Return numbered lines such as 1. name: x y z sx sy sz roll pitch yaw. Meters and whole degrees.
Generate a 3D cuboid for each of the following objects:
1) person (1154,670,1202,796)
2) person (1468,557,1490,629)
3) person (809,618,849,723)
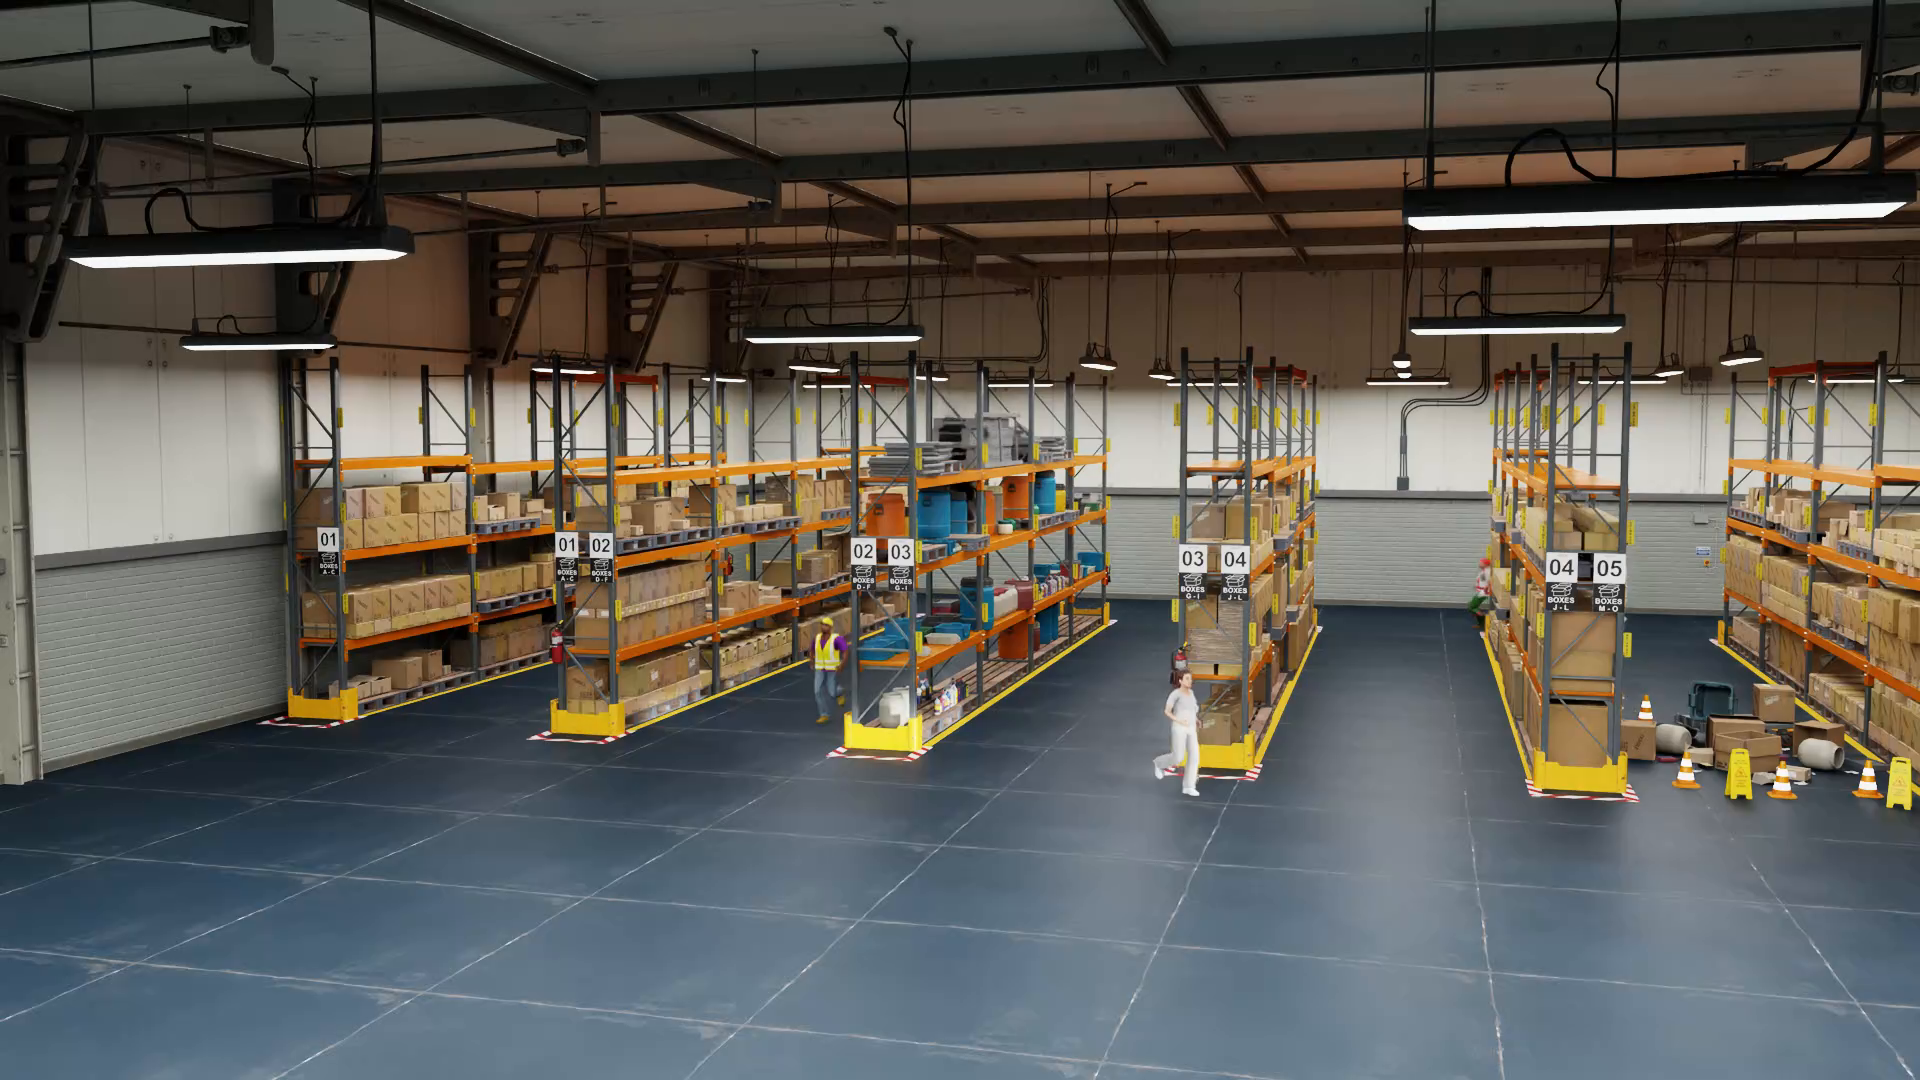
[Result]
1. person: 2.978 2.549 22.280 0.587 1.639 0.883 -3 5 -35
2. person: 12.303 1.263 39.302 0.533 1.723 0.683 2 5 25
3. person: -2.184 2.137 27.527 0.715 1.721 0.758 1 4 17
